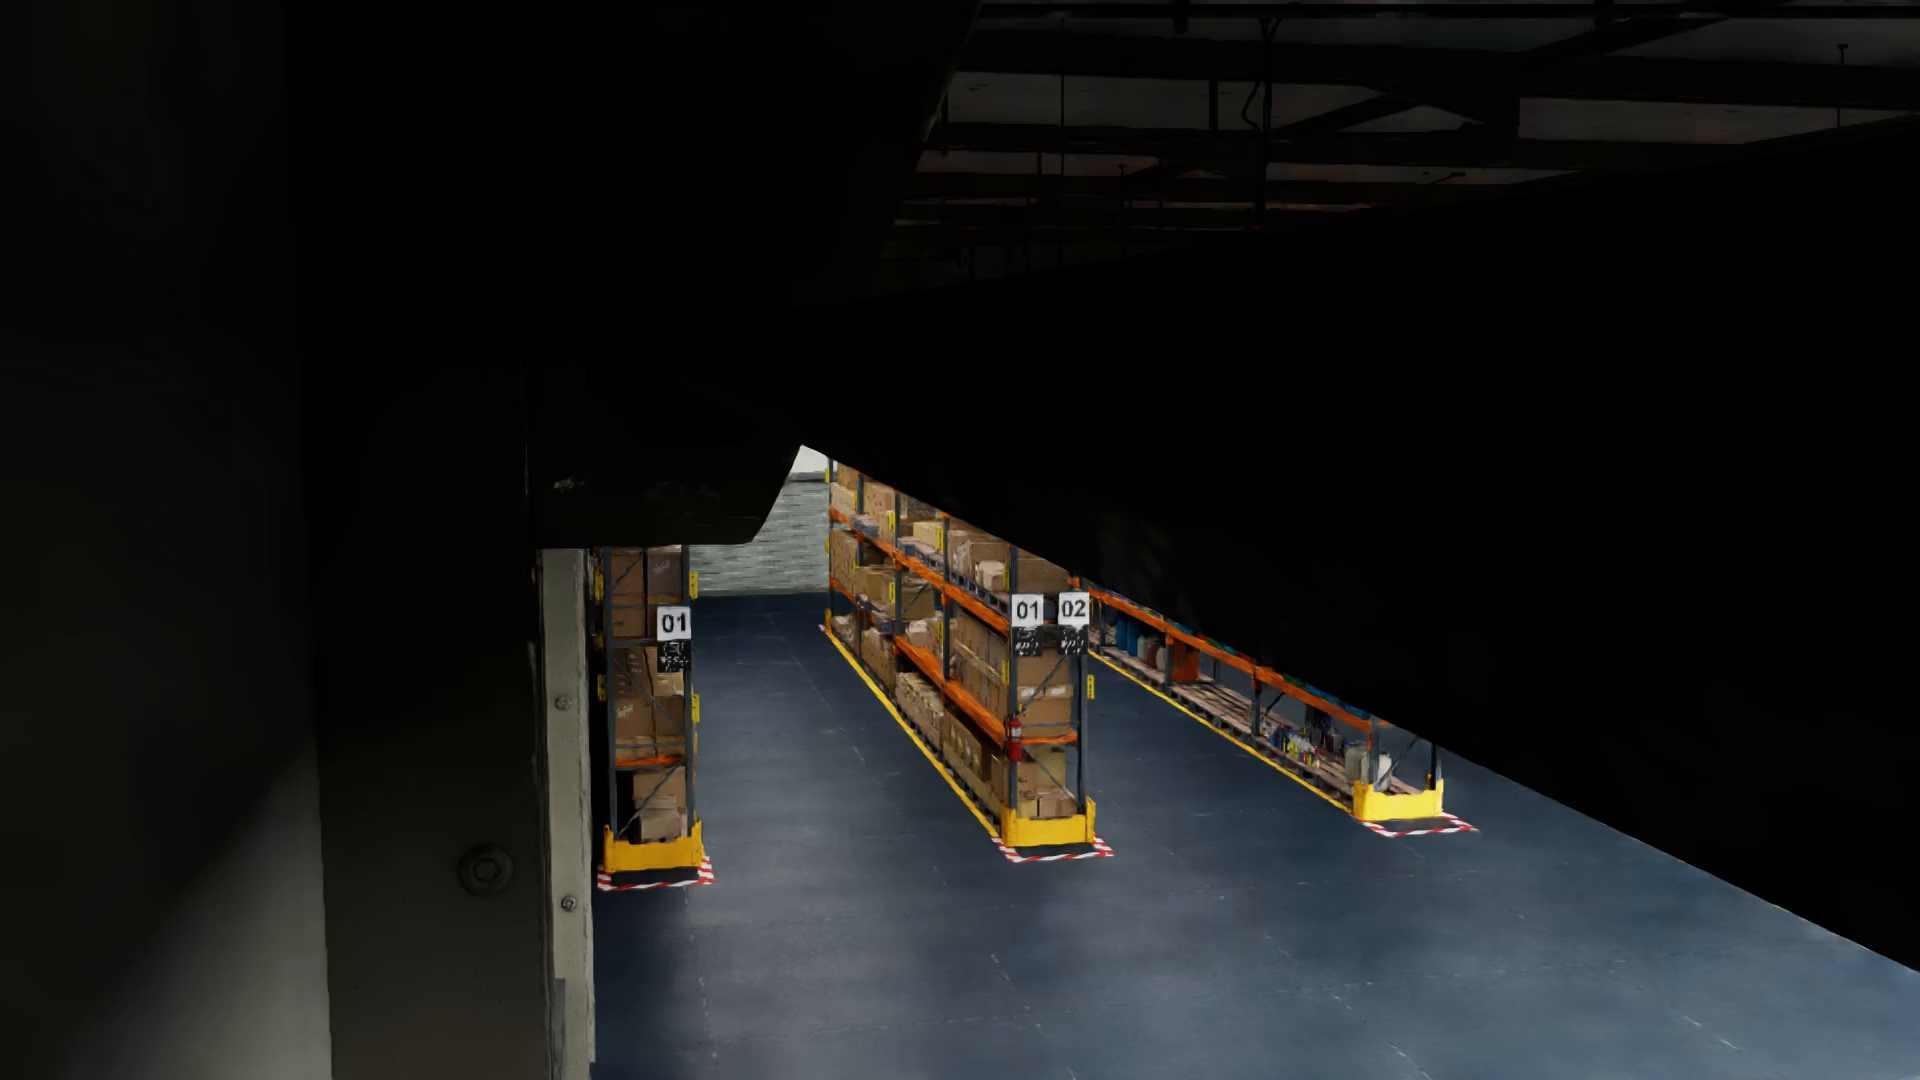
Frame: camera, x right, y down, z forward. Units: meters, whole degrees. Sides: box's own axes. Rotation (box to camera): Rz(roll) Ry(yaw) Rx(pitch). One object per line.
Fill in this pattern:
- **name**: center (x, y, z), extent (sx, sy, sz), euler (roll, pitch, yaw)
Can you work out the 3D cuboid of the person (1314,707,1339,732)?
- **person**: center (5.988, 2.278, 27.211), extent (0.426, 1.657, 0.538), euler (-4, 8, -33)
